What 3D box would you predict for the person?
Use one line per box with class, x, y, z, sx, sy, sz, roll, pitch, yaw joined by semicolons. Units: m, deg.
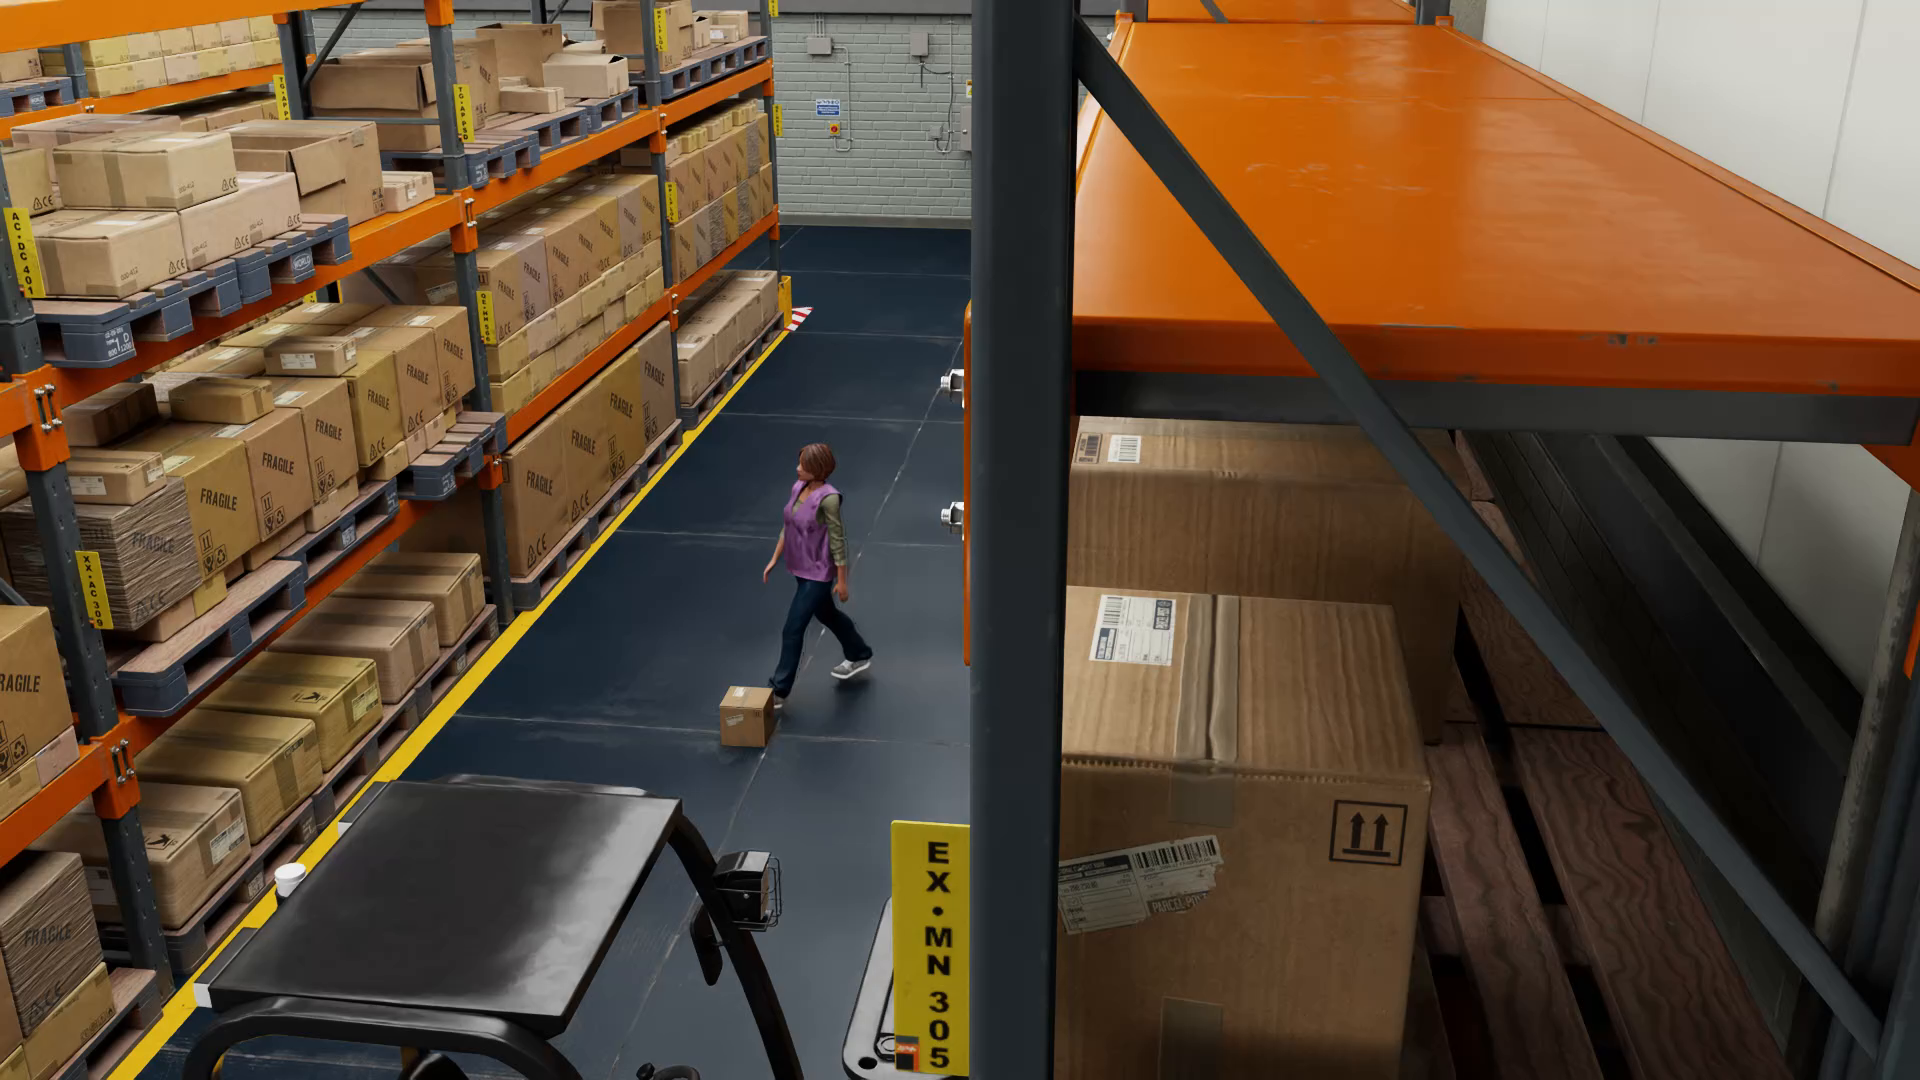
person;-0.906;0.194;9.635;0.917;1.520;0.442;-12;25;-29
